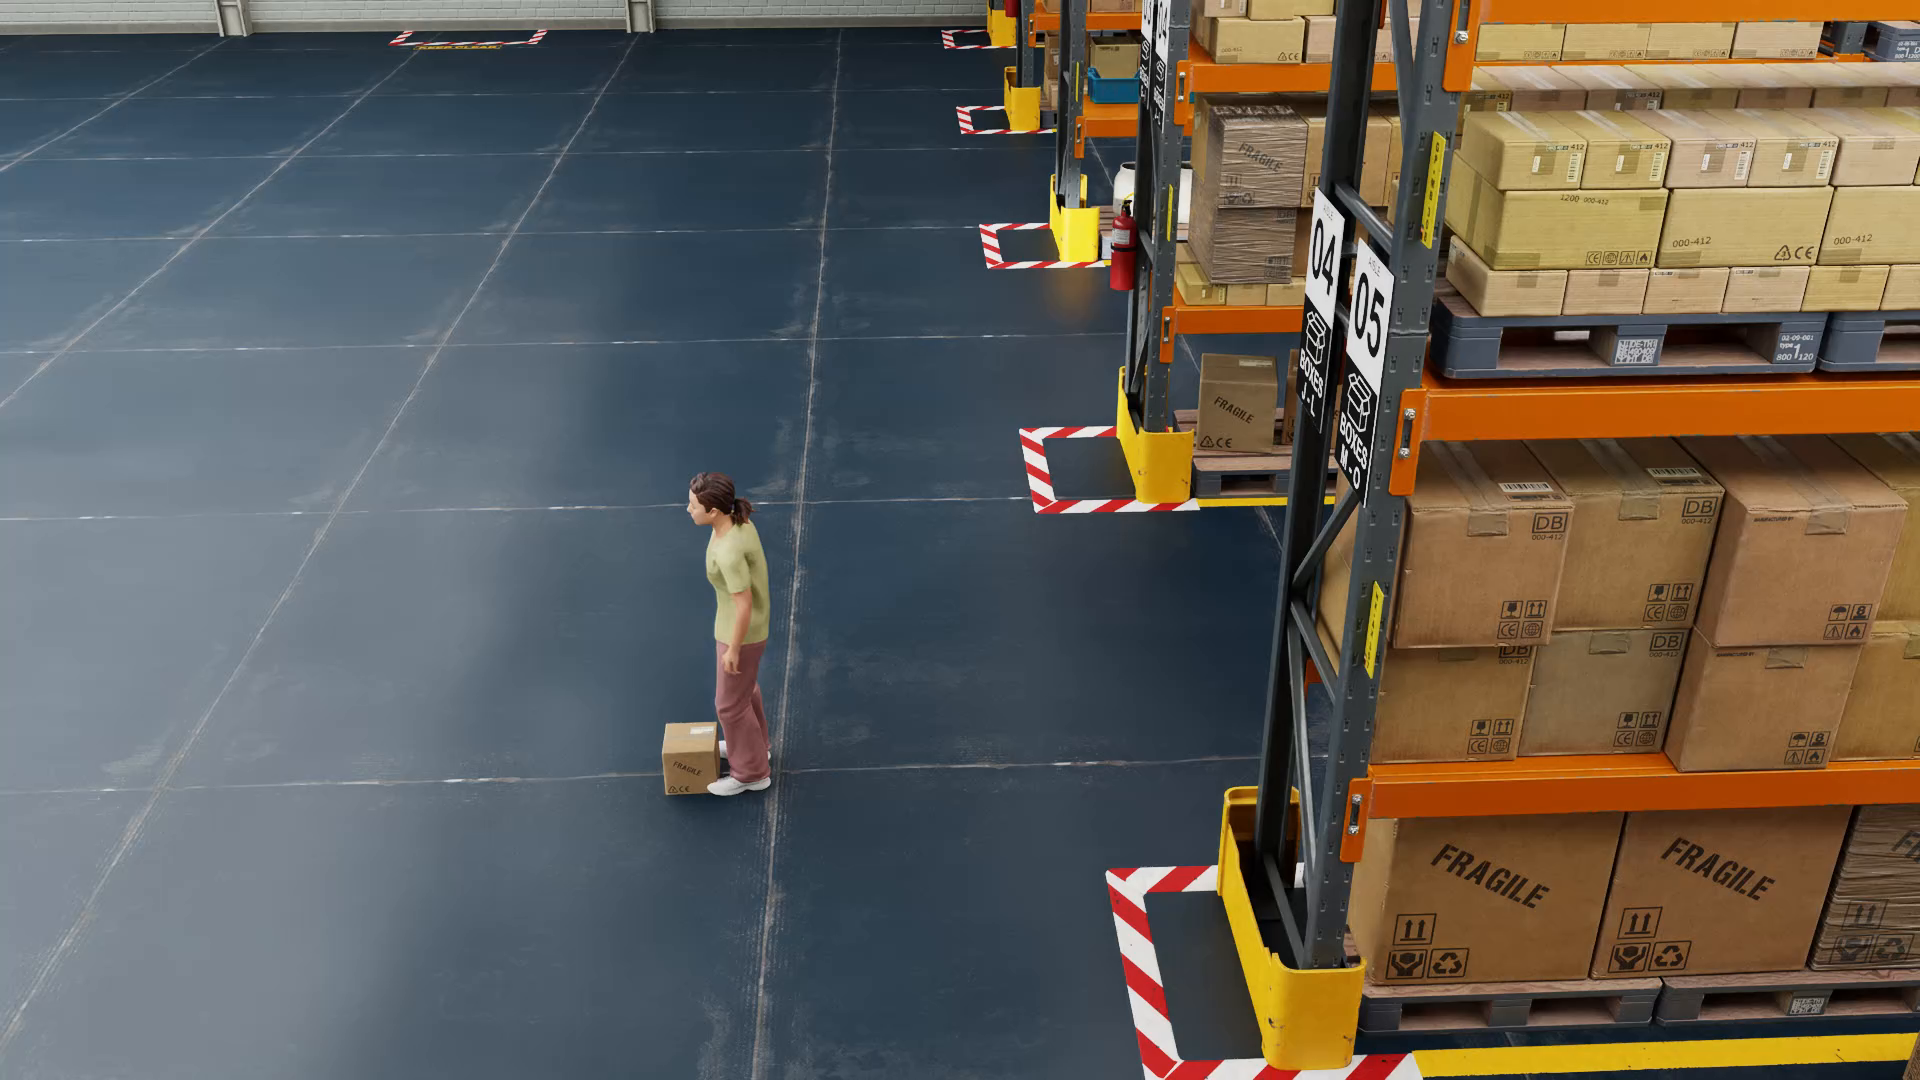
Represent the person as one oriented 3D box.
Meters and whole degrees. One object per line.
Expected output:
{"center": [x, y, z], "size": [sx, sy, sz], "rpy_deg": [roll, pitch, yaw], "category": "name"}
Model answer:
{"center": [-1.063, 0.429, 7.803], "size": [0.354, 1.673, 0.520], "rpy_deg": [-3, 28, -5], "category": "person"}
